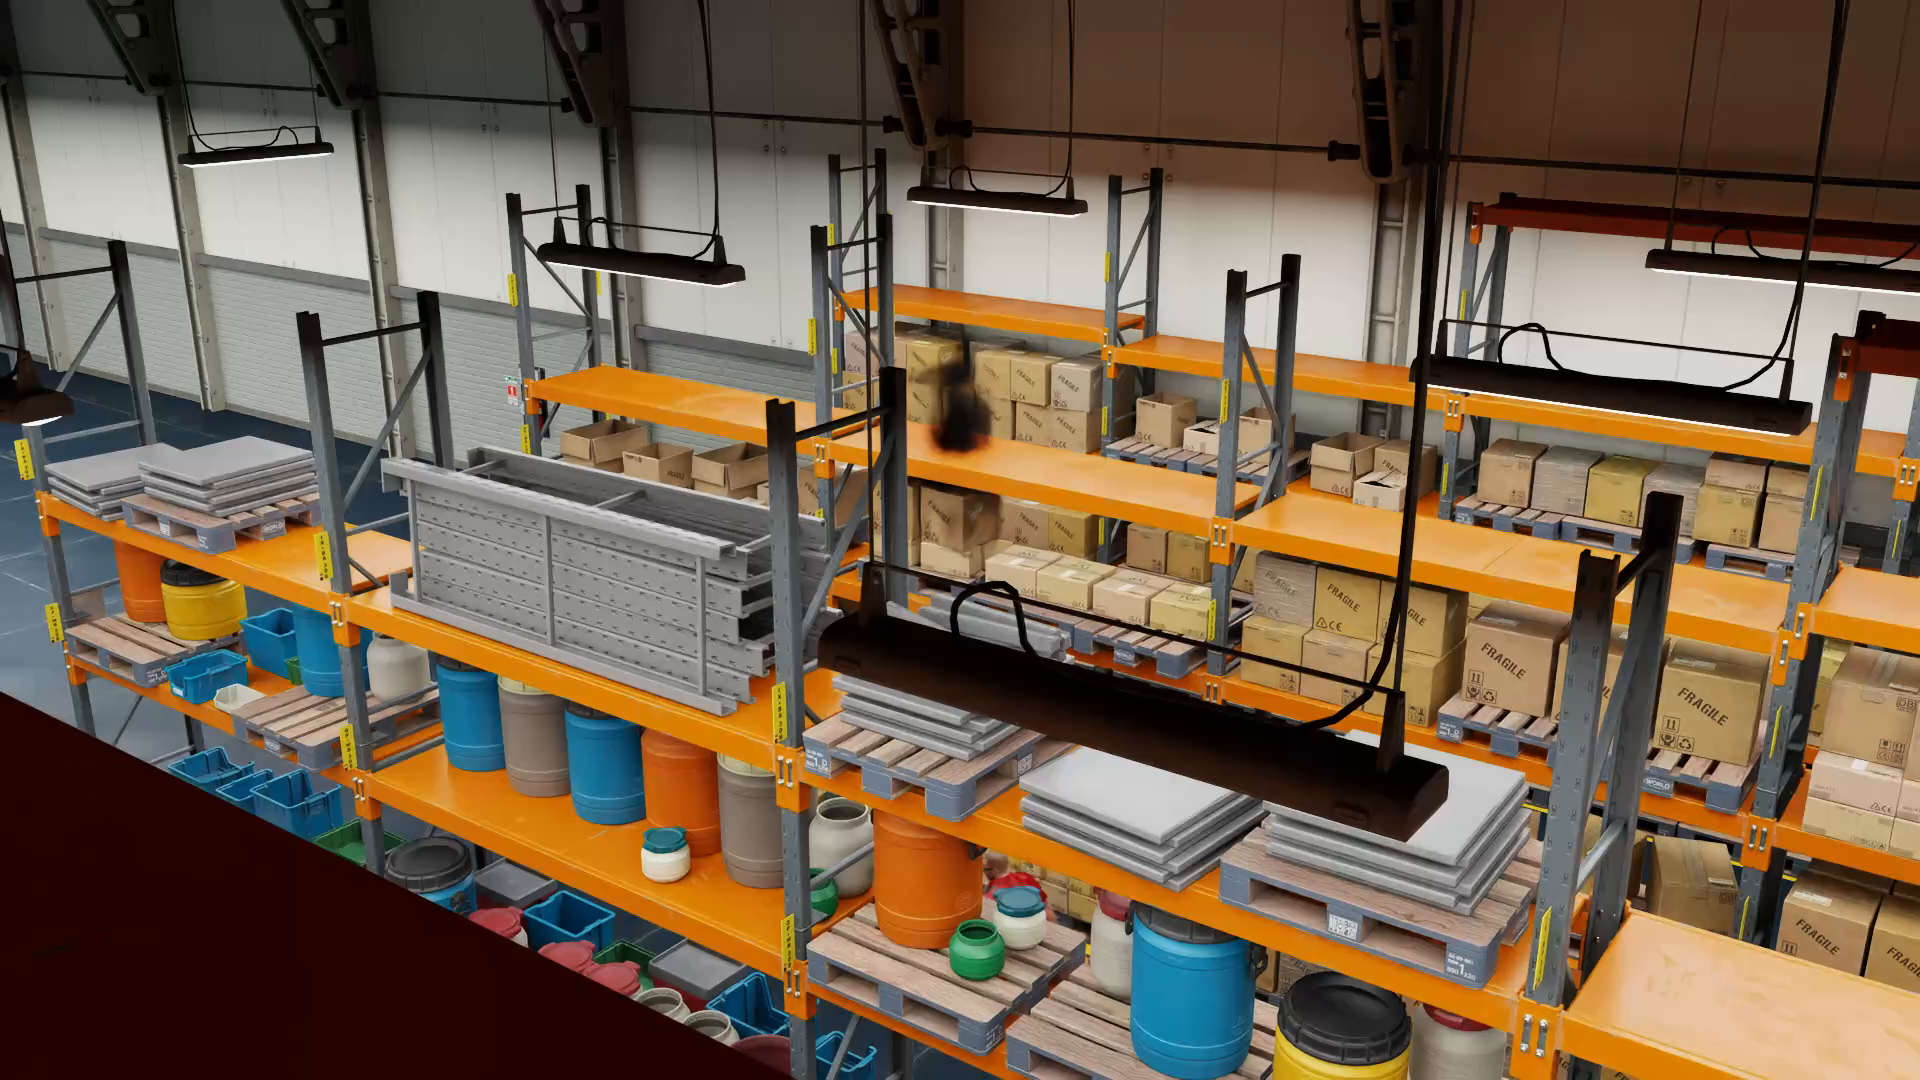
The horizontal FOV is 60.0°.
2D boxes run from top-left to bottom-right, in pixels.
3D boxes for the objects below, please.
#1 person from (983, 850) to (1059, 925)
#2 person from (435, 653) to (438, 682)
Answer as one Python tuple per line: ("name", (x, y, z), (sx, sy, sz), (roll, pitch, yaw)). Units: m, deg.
("person", (0.406, 3.189, 12.924), (0.737, 1.669, 0.659), (17, 25, 41))
("person", (-5.893, 1.029, 19.466), (0.931, 1.638, 0.569), (-14, 23, -37))
